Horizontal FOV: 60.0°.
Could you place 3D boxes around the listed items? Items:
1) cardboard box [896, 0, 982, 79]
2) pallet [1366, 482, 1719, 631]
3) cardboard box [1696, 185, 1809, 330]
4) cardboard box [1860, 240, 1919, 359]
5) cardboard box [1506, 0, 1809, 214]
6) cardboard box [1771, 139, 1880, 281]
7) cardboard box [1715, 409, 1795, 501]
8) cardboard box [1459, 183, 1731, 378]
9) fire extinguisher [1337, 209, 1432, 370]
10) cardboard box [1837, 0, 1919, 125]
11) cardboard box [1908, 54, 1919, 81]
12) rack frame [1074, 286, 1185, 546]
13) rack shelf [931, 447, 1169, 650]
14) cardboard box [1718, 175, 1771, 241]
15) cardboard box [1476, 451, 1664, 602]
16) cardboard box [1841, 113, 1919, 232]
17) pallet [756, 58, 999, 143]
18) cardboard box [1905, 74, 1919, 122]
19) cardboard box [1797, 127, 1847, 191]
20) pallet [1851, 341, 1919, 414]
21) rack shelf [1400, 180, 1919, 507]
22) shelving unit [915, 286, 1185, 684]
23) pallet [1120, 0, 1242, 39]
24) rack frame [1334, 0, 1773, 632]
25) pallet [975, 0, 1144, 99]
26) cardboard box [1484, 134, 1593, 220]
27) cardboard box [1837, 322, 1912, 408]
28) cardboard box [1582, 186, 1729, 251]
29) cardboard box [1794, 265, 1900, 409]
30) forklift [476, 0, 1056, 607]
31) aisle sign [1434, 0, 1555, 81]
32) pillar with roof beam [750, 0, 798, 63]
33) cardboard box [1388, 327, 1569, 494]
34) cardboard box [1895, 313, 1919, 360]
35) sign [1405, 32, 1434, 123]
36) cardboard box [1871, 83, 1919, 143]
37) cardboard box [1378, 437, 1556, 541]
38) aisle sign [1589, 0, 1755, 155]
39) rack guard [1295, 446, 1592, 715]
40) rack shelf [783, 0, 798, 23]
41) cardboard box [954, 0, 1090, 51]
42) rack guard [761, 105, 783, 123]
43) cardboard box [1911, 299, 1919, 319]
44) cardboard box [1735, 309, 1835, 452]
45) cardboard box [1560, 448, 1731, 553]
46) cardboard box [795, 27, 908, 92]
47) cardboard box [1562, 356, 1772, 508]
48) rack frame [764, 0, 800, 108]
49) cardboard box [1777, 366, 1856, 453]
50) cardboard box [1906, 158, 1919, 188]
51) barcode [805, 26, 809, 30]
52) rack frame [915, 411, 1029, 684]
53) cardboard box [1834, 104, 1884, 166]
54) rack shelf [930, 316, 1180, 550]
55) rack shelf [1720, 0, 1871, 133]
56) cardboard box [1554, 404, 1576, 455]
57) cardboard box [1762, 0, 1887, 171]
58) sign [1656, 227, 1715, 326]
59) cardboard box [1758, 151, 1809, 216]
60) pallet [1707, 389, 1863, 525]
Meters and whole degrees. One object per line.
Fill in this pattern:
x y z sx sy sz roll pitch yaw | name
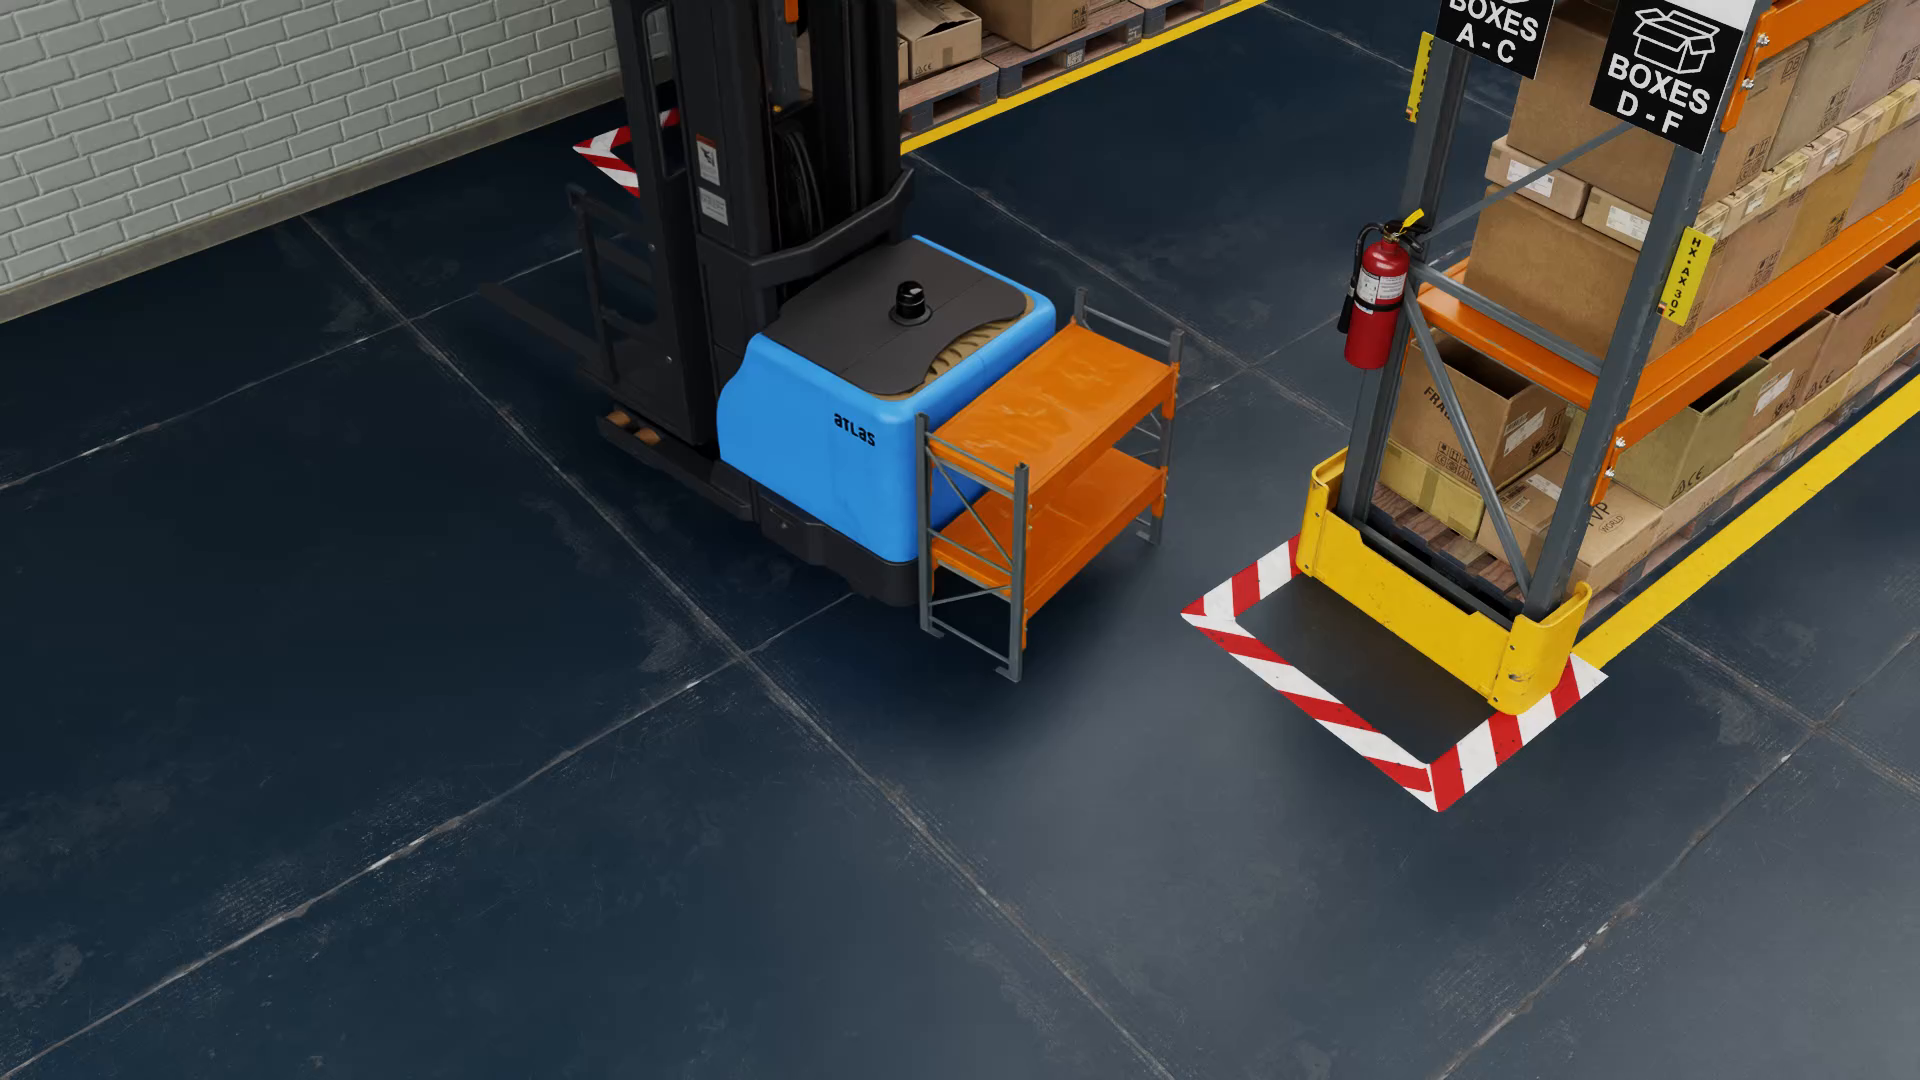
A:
-0.216 -3.067 9.968 0.500 0.311 0.500 -26 49 -25 | cardboard box
2.499 -0.122 7.226 1.213 0.211 1.003 -30 51 -28 | pallet
2.705 -1.248 6.315 0.500 0.500 0.700 -28 50 -27 | cardboard box
4.020 -1.208 7.499 0.500 0.500 0.500 -30 51 -28 | cardboard box
2.346 -1.511 5.648 0.500 0.500 0.700 -30 51 -28 | cardboard box
3.090 -1.463 6.544 0.500 0.500 0.700 -29 51 -28 | cardboard box
3.258 -0.491 7.283 0.500 0.250 0.500 -30 51 -28 | cardboard box
2.306 -1.015 6.067 0.500 0.500 0.700 -30 51 -28 | cardboard box
1.551 -0.944 6.121 0.183 0.674 0.296 -30 51 -28 | fire extinguisher
3.132 -1.967 6.133 0.500 0.500 0.700 -30 51 -28 | cardboard box
3.516 -2.187 6.367 0.500 0.500 0.700 -30 51 -28 | cardboard box
0.669 -0.498 6.958 0.500 1.125 0.032 28 50 27 | rack frame
0.355 -0.046 6.834 0.538 0.278 1.000 28 50 27 | rack shelf
2.579 -1.230 5.822 0.250 0.149 0.380 -31 51 -29 | cardboard box
2.493 -0.050 6.814 0.500 0.250 0.500 -30 51 -28 | cardboard box
3.491 -1.697 6.792 0.500 0.500 0.700 -28 50 -27 | cardboard box
-0.538 -2.735 10.008 1.213 0.211 1.003 -30 51 -28 | pallet
3.558 -1.787 6.415 0.250 0.149 0.380 -29 51 -28 | cardboard box
2.966 -1.449 6.054 0.250 0.149 0.380 -31 51 -28 | cardboard box
4.371 -1.194 8.367 1.213 0.211 1.003 -30 51 -28 | pallet
3.473 -1.397 7.072 4.000 0.370 1.077 -30 51 -28 | rack shelf
0.355 -0.224 6.667 0.538 1.125 1.048 28 50 27 | shelving unit
1.334 -3.807 11.149 1.213 0.211 1.003 -30 51 -28 | pallet
1.939 -0.780 5.890 0.127 3.000 1.000 -30 51 -28 | rack frame
0.398 -3.268 10.576 1.213 0.211 1.003 -30 51 -28 | pallet
2.110 -1.321 5.919 0.250 0.149 0.380 -31 51 -28 | cardboard box
4.028 -0.928 7.749 0.500 0.250 0.500 -30 51 -28 | cardboard box
2.378 -1.113 5.697 0.250 0.149 0.380 -30 51 -28 | cardboard box
3.646 -0.981 7.257 0.500 0.500 0.500 -30 51 -28 | cardboard box
-1.041 -1.659 6.876 3.031 2.935 1.130 31 51 28 | forklift
1.701 -1.853 5.133 0.004 0.787 0.394 -30 51 -28 | aisle sign
1.502 -4.068 5.008 0.400 9.000 9.100 -30 51 -28 | pillar with roof beam
2.160 -0.596 6.848 0.500 0.500 0.500 -30 51 -28 | cardboard box
4.402 -1.155 7.991 0.500 0.250 0.500 -30 51 -28 | cardboard box
1.602 -1.580 5.722 0.005 0.325 0.100 -30 51 -28 | sign
3.365 -1.679 6.300 0.250 0.149 0.380 -30 51 -28 | cardboard box
2.161 -0.322 7.103 0.500 0.250 0.500 -30 51 -28 | cardboard box
2.085 -1.538 4.798 0.004 0.787 0.394 -30 51 -28 | aisle sign
1.921 0.141 6.734 0.348 0.500 1.175 -30 51 -28 | rack guard
0.292 -3.996 9.840 4.000 0.370 1.077 -30 51 -28 | rack shelf
0.379 -3.432 10.218 0.500 0.500 0.700 -33 52 -30 | cardboard box
-1.184 -2.502 9.549 0.348 0.500 1.175 -30 51 -28 | rack guard
4.401 -1.430 7.735 0.500 0.500 0.500 -30 51 -28 | cardboard box
3.251 -0.770 7.033 0.500 0.500 0.500 -30 51 -28 | cardboard box
2.875 -0.272 7.050 0.500 0.250 0.500 -30 51 -28 | cardboard box
-0.653 -2.817 9.701 0.500 0.311 0.500 33 52 30 | cardboard box
2.876 -0.544 6.792 0.500 0.500 0.500 -30 51 -28 | cardboard box
-1.242 -3.380 8.658 0.127 3.000 1.000 -30 51 -28 | rack frame
3.645 -0.708 7.514 0.500 0.250 0.500 -30 51 -28 | cardboard box
3.883 -1.922 7.033 0.500 0.500 0.700 -29 50 -27 | cardboard box
-0.896 -3.038 9.930 0.075 0.075 0.001 -30 51 -28 | barcode
0.040 0.049 6.376 0.500 1.125 0.032 28 50 27 | rack frame
3.169 -1.567 6.180 0.250 0.149 0.380 -32 52 -29 | cardboard box
0.355 -0.437 6.467 0.538 0.278 1.000 28 50 27 | rack shelf
3.473 -2.490 6.045 4.000 0.370 1.077 -30 51 -28 | rack shelf
2.537 -0.548 7.344 0.500 0.250 0.500 -30 51 -28 | cardboard box
2.746 -1.745 5.897 0.500 0.500 0.700 -31 51 -29 | cardboard box
2.291 -0.831 5.253 0.005 0.325 0.100 -30 51 -28 | sign
2.771 -1.339 5.938 0.250 0.149 0.380 -30 51 -28 | cardboard box
3.434 -0.655 7.793 1.213 0.211 1.003 -30 51 -28 | pallet
